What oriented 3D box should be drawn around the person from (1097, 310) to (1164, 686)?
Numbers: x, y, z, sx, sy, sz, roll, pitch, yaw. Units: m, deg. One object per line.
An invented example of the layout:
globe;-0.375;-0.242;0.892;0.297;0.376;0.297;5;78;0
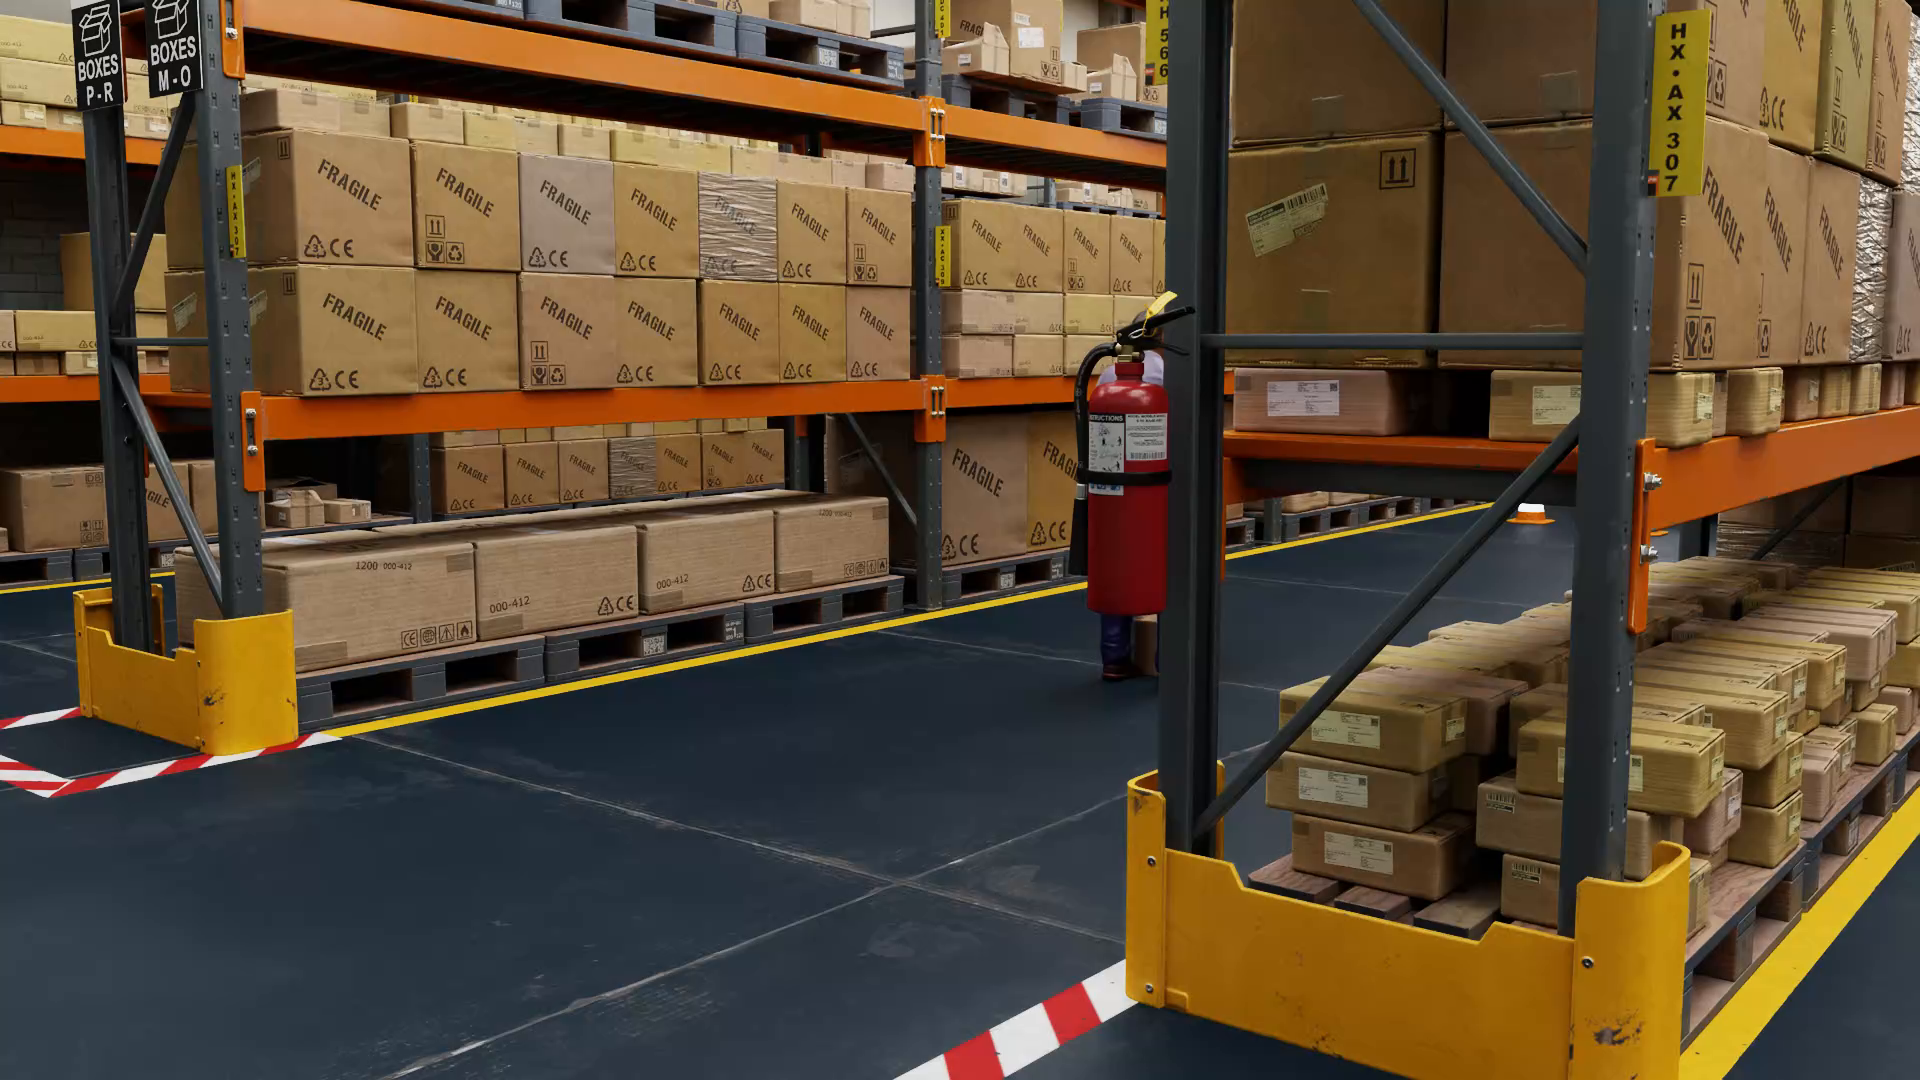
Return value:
person;0.835;-0.189;7.362;0.543;1.651;0.342;5;8;36
